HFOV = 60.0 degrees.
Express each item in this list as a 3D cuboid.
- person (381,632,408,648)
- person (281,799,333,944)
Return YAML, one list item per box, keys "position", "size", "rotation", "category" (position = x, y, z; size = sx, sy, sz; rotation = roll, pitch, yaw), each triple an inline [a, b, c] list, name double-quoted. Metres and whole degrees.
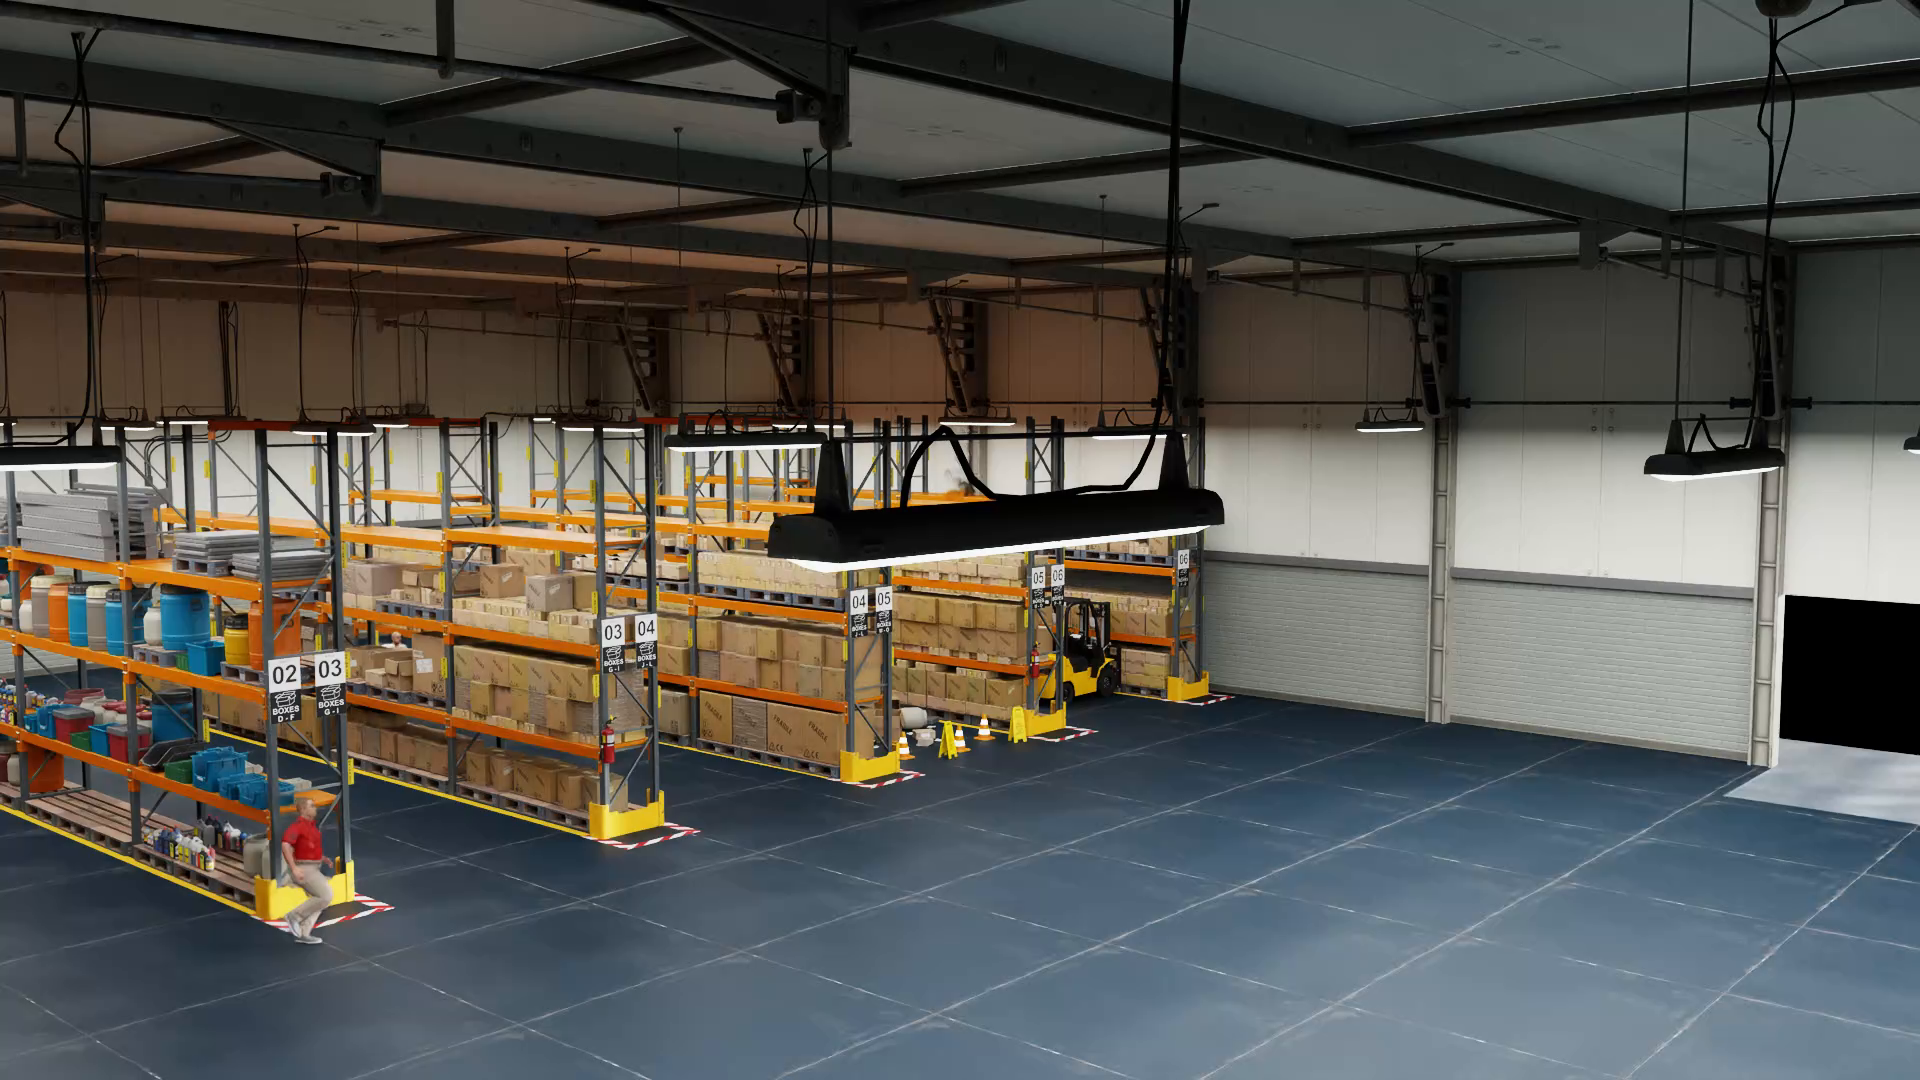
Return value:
- position: [-11.261, 2.705, 33.111]
  size: [0.799, 1.762, 0.691]
  rotation: [3, 6, 34]
  category: "person"
- position: [-7.632, 3.878, 19.580]
  size: [0.534, 1.650, 0.700]
  rotation: [-1, 5, -7]
  category: "person"
